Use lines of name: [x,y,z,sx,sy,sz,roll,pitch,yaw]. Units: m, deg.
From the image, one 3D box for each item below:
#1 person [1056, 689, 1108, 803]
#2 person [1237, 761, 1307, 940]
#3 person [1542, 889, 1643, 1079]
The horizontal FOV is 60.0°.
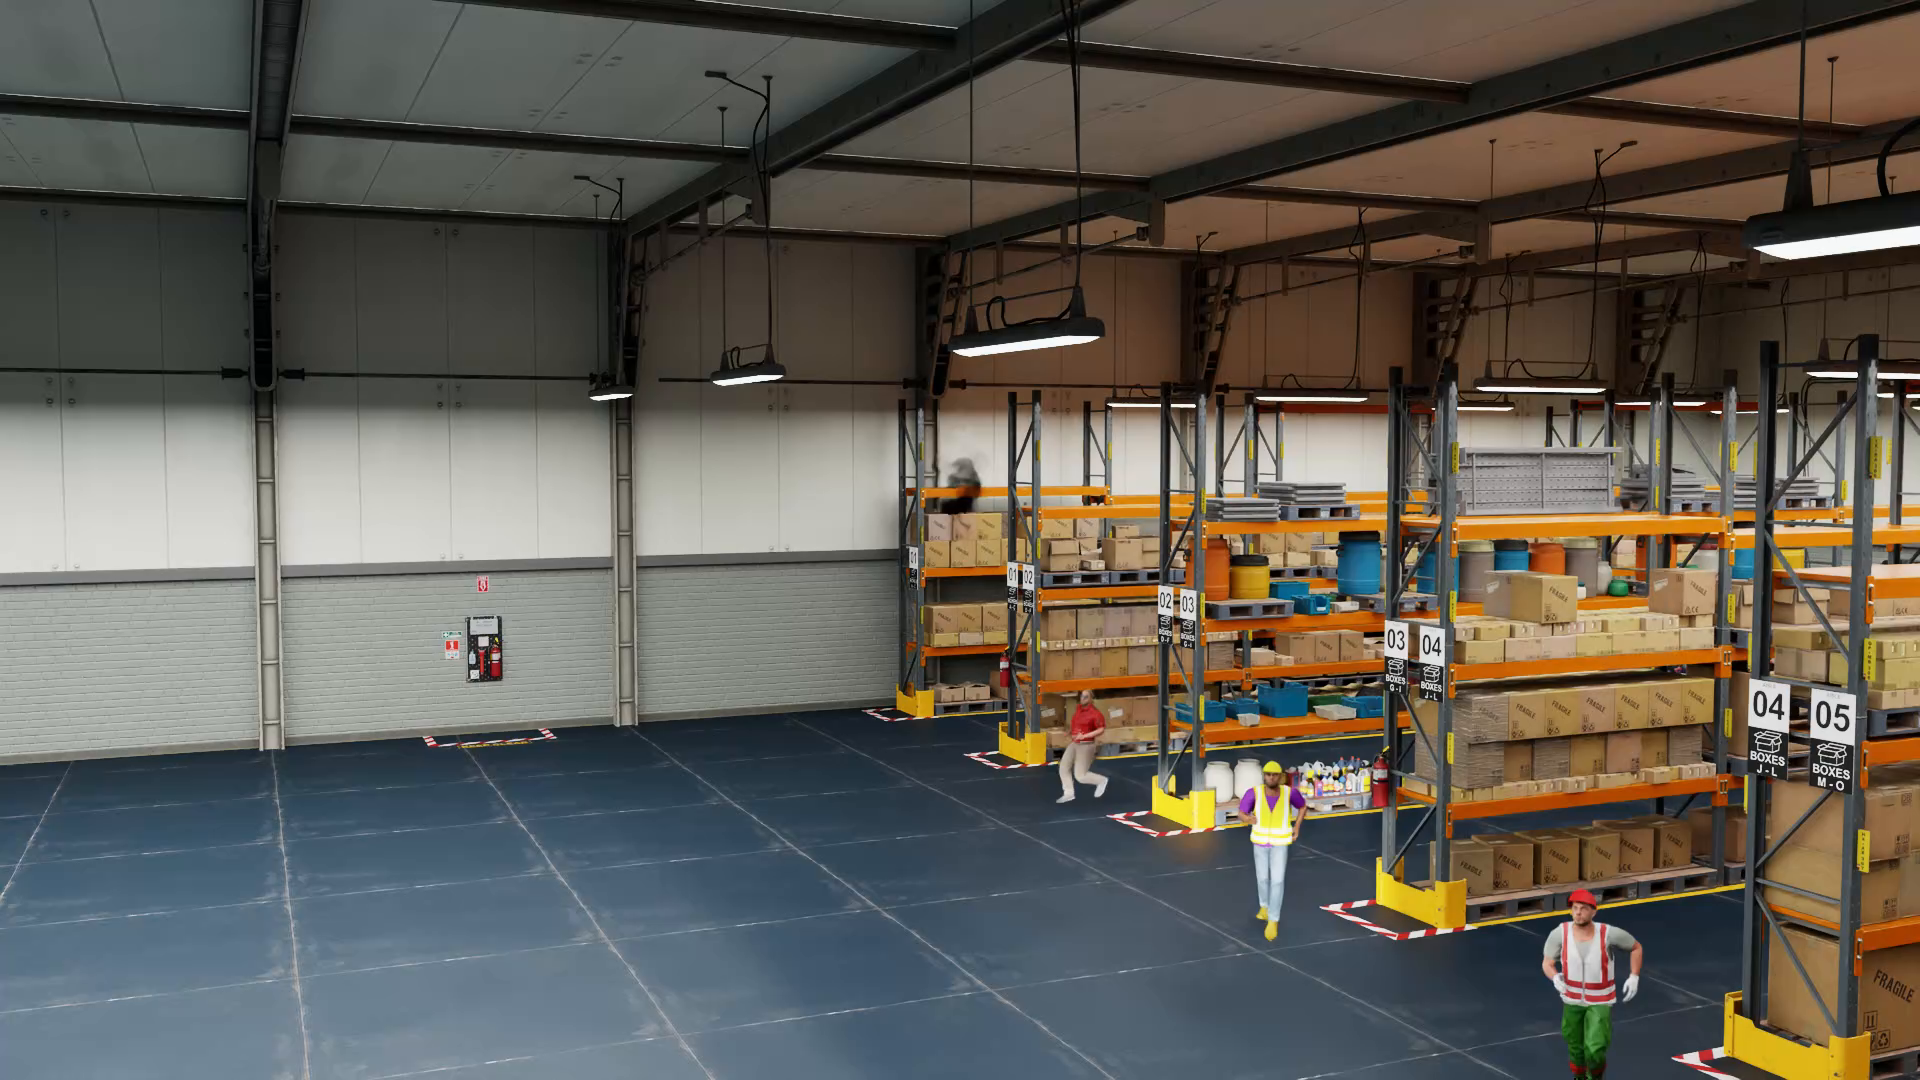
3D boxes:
person: [1.804,2.959,23.835,0.705,1.669,0.689,-2,4,-33]
person: [3.286,3.233,17.603,0.691,1.811,0.772,1,4,20]
person: [4.791,3.520,12.676,0.679,1.729,0.813,2,4,33]
